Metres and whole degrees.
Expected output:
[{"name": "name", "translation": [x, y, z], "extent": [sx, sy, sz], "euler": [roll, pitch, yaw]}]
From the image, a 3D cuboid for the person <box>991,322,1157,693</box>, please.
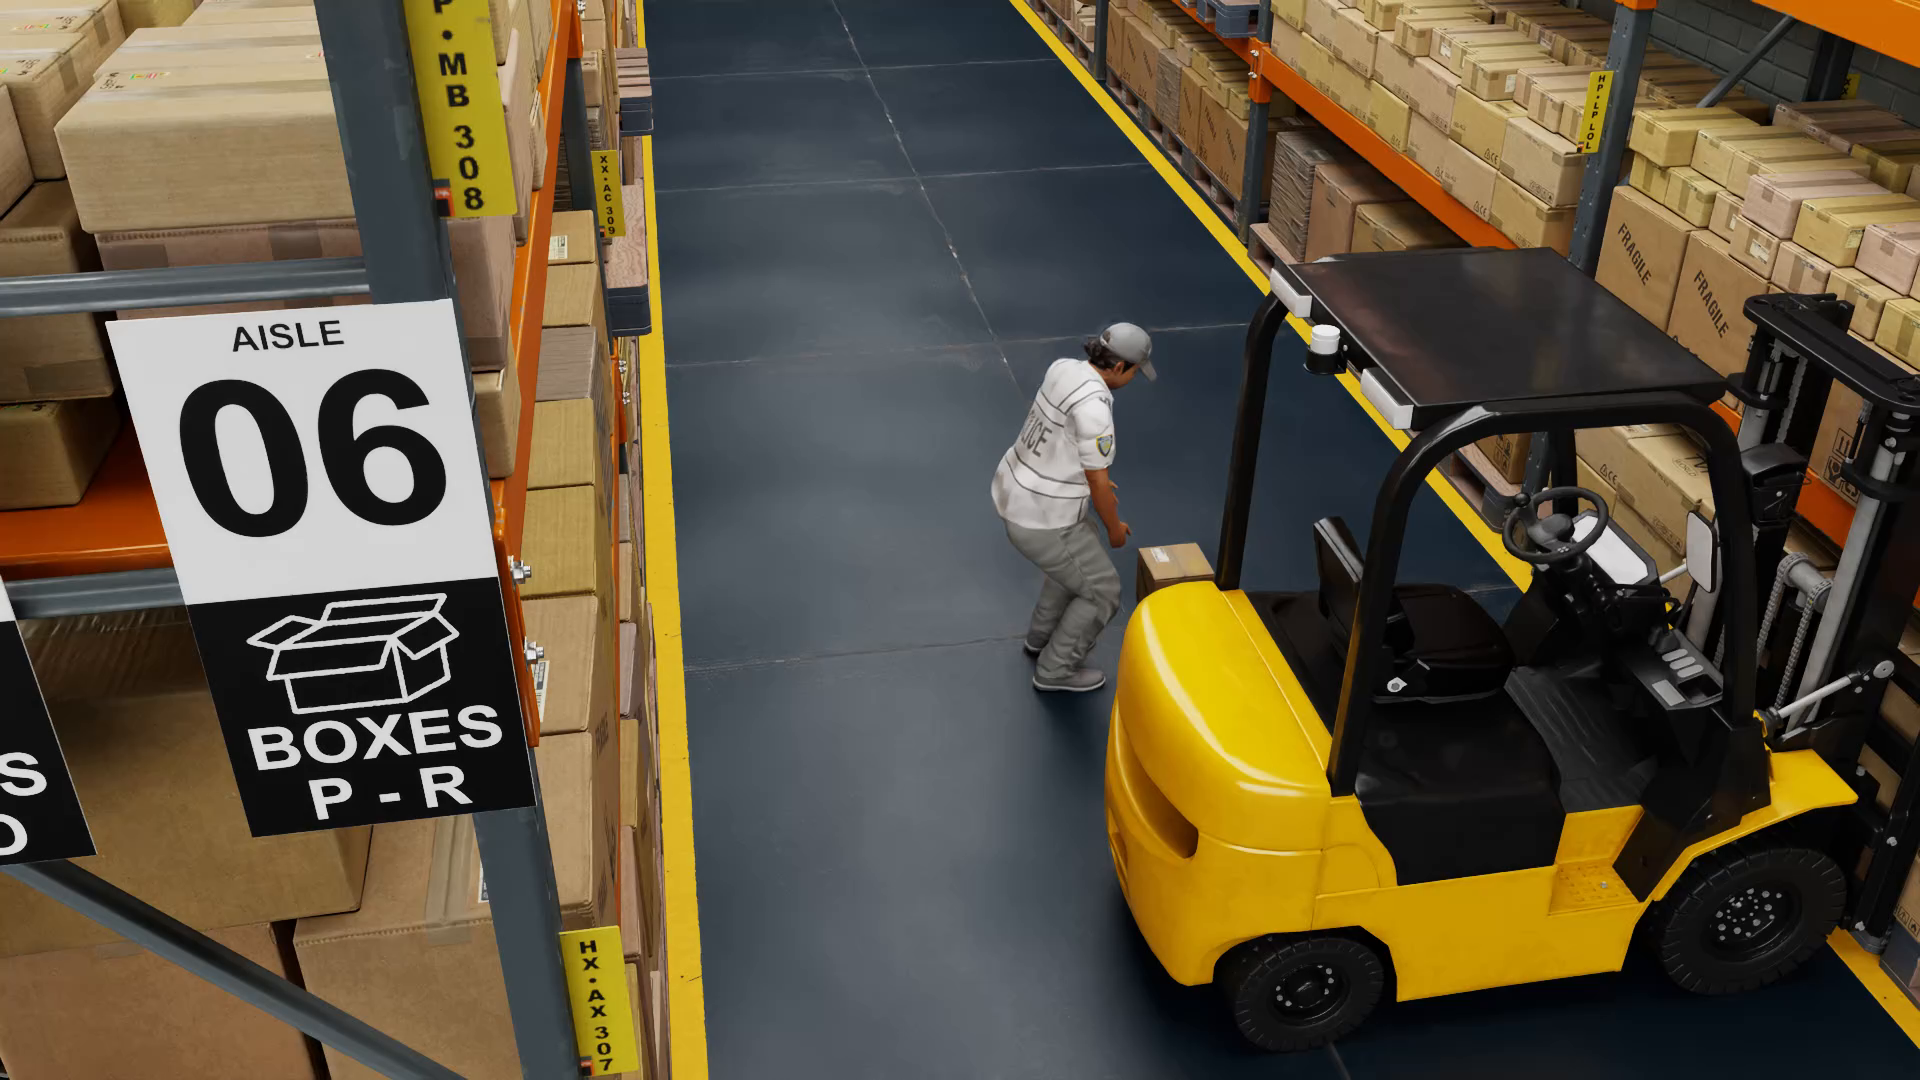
[{"name": "person", "translation": [0.438, -0.139, 6.535], "extent": [0.632, 1.502, 0.525], "euler": [-5, 31, -8]}]
